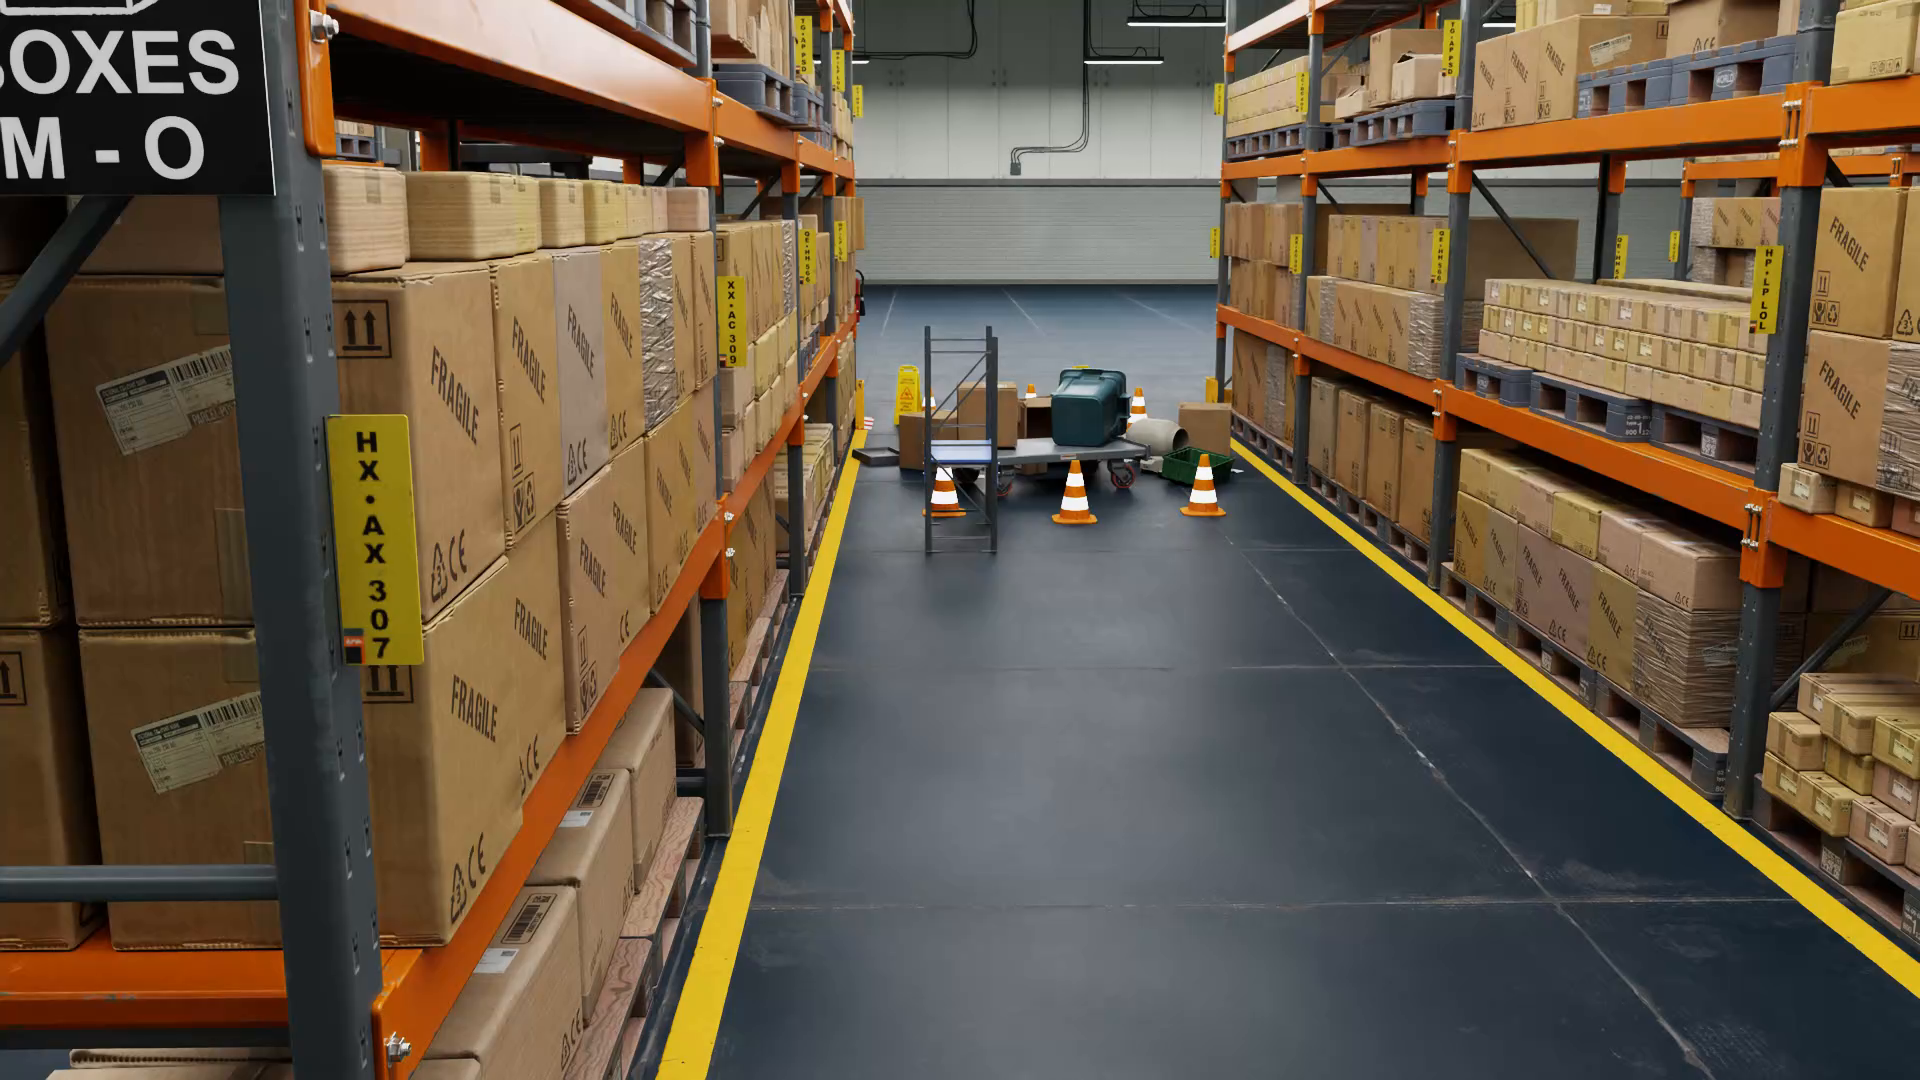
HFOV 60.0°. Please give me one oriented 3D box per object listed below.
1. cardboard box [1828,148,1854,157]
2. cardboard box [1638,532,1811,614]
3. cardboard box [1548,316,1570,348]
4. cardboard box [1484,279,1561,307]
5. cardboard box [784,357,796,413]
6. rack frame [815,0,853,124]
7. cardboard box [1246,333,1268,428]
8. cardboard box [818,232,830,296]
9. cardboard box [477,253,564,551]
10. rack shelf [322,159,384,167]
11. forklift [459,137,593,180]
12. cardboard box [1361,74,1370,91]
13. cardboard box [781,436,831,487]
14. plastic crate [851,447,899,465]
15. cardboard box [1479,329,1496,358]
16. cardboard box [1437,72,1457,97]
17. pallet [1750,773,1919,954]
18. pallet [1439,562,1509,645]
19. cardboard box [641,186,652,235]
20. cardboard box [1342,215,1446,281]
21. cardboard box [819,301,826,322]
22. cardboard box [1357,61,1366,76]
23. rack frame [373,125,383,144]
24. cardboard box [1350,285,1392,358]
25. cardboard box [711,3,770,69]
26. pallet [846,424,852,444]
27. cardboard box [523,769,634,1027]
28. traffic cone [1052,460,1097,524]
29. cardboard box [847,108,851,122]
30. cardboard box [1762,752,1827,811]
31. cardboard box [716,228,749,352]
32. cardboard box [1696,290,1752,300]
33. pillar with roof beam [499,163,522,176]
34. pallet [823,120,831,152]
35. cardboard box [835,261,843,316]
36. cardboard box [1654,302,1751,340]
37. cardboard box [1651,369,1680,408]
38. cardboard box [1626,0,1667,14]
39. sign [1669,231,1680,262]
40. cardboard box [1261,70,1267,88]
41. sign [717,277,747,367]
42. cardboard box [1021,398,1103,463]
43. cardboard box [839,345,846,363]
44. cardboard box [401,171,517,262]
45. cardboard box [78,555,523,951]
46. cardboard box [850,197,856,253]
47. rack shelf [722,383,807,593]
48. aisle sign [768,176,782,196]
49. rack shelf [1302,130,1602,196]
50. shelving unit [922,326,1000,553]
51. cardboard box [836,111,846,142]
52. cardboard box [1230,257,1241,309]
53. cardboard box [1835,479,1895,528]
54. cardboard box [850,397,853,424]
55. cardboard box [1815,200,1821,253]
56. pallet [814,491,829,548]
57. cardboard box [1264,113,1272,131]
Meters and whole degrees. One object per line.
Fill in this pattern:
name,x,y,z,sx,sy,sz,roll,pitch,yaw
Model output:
cardboard box,8.087,-3.550,14.845,0.500,0.250,0.500,0,11,0
cardboard box,3.294,0.135,7.192,0.500,0.250,0.500,-1,11,-3
cardboard box,3.315,-1.089,8.712,0.380,0.149,0.250,0,11,-1
cardboard box,3.296,-1.445,9.717,0.380,0.149,0.250,0,11,-1
cardboard box,-1.171,-0.849,9.079,0.500,0.250,0.500,0,11,0
rack frame,-1.633,-5.654,17.297,1.000,3.000,0.127,0,11,-1
cardboard box,3.415,-1.610,16.737,0.875,0.875,0.875,0,11,-2
cardboard box,-1.311,-2.229,13.445,0.500,0.500,0.500,0,11,-2
cardboard box,-1.045,-0.272,3.089,0.500,0.500,0.500,-1,11,-3
rack shelf,-6.554,-3.413,15.603,1.077,0.370,4.000,0,11,-1
forklift,-3.046,-1.552,12.339,1.130,2.935,3.031,0,11,0
cardboard box,3.667,-3.855,14.294,0.500,0.250,0.500,0,11,-1
cardboard box,-1.518,-0.590,12.975,0.950,0.372,0.625,0,11,2
plastic crate,-0.763,-0.804,15.819,0.402,0.080,0.583,-4,12,-21
cardboard box,3.287,-1.157,9.795,0.380,0.149,0.250,0,11,-2
cardboard box,3.247,-2.893,10.510,0.380,0.166,0.250,0,11,-1
pallet,3.612,1.131,5.955,1.003,0.211,1.213,0,11,-1
pallet,3.494,0.358,9.766,1.003,0.211,1.213,0,11,-1
cardboard box,-1.168,-1.023,5.161,0.380,0.149,0.250,0,11,-1
cardboard box,3.426,-2.298,13.074,0.700,0.500,0.500,0,11,-2
cardboard box,-1.225,-1.746,12.699,0.380,0.149,0.250,0,11,-1
cardboard box,3.718,-4.127,14.631,0.380,0.149,0.250,0,11,-2
rack frame,-6.595,-5.633,17.193,1.000,3.000,0.127,0,11,-1
cardboard box,3.168,-1.602,12.161,0.500,0.500,0.500,0,11,0
cardboard box,-1.072,-2.303,7.606,0.396,0.266,0.258,1,11,4
pallet,-1.650,-1.171,17.299,1.003,0.211,1.213,0,11,-1
cardboard box,-1.460,1.024,4.854,0.875,0.438,0.875,-1,11,-3
traffic cone,0.881,-0.382,12.776,0.336,0.463,0.334,0,11,-1
cardboard box,-1.330,-4.386,17.215,0.380,0.149,0.250,0,11,-1
cardboard box,3.249,0.896,6.213,0.380,0.149,0.250,-1,11,-4
cardboard box,-1.106,-0.956,6.463,0.500,0.500,0.500,0,11,0
cardboard box,3.973,-1.186,8.440,0.380,0.149,0.250,0,11,2
pillar with roof beam,-3.426,-7.894,28.337,9.100,9.000,0.400,0,11,-1
pallet,-1.644,-3.174,13.088,1.213,0.211,1.003,0,11,-1
cardboard box,-1.280,-2.202,14.371,0.500,0.500,0.500,0,11,-1
cardboard box,3.343,-0.979,7.422,0.380,0.149,0.250,0,11,-1
cardboard box,3.342,-0.681,7.447,0.380,0.149,0.250,-1,11,-4
cardboard box,3.773,-2.877,8.976,0.396,0.266,0.258,0,11,-1
sign,7.733,-3.177,17.997,0.100,0.325,0.005,0,11,-1
cardboard box,3.039,-4.325,15.609,0.380,0.149,0.250,0,11,0
sign,-0.830,-0.794,6.054,0.100,0.325,0.005,0,11,-1
cardboard box,0.963,-1.033,15.542,0.797,0.637,0.503,0,11,-1
cardboard box,-1.247,-1.708,15.277,0.380,0.149,0.250,0,11,1
cardboard box,-1.000,-0.566,2.908,0.380,0.149,0.250,0,11,1
cardboard box,-1.025,0.321,2.682,0.500,0.500,0.500,0,11,-2
cardboard box,-1.314,-2.894,15.264,0.700,0.500,0.500,0,11,-2
rack shelf,-1.426,-0.374,8.167,1.077,0.370,4.000,0,11,-1
aisle sign,-1.944,-3.999,17.689,0.394,0.787,0.004,0,11,-1
rack shelf,3.438,-2.679,11.987,1.077,0.370,4.000,0,11,-1
shelving unit,-0.002,-0.752,11.994,0.538,1.500,1.048,0,11,-1
cardboard box,-1.303,-3.752,15.094,0.500,0.250,0.500,0,11,-1
cardboard box,3.367,-2.755,17.715,0.875,0.550,0.550,0,11,-1
cardboard box,3.321,-0.137,5.824,0.380,0.149,0.250,0,11,1
cardboard box,-1.344,-1.310,16.831,0.500,0.250,0.500,0,11,-1
cardboard box,8.062,-2.832,14.961,0.500,0.500,0.500,0,11,-1
pallet,-1.504,-0.155,12.290,1.003,0.211,1.213,0,11,-1
cardboard box,3.042,-3.886,15.447,0.380,0.149,0.250,0,11,-2
